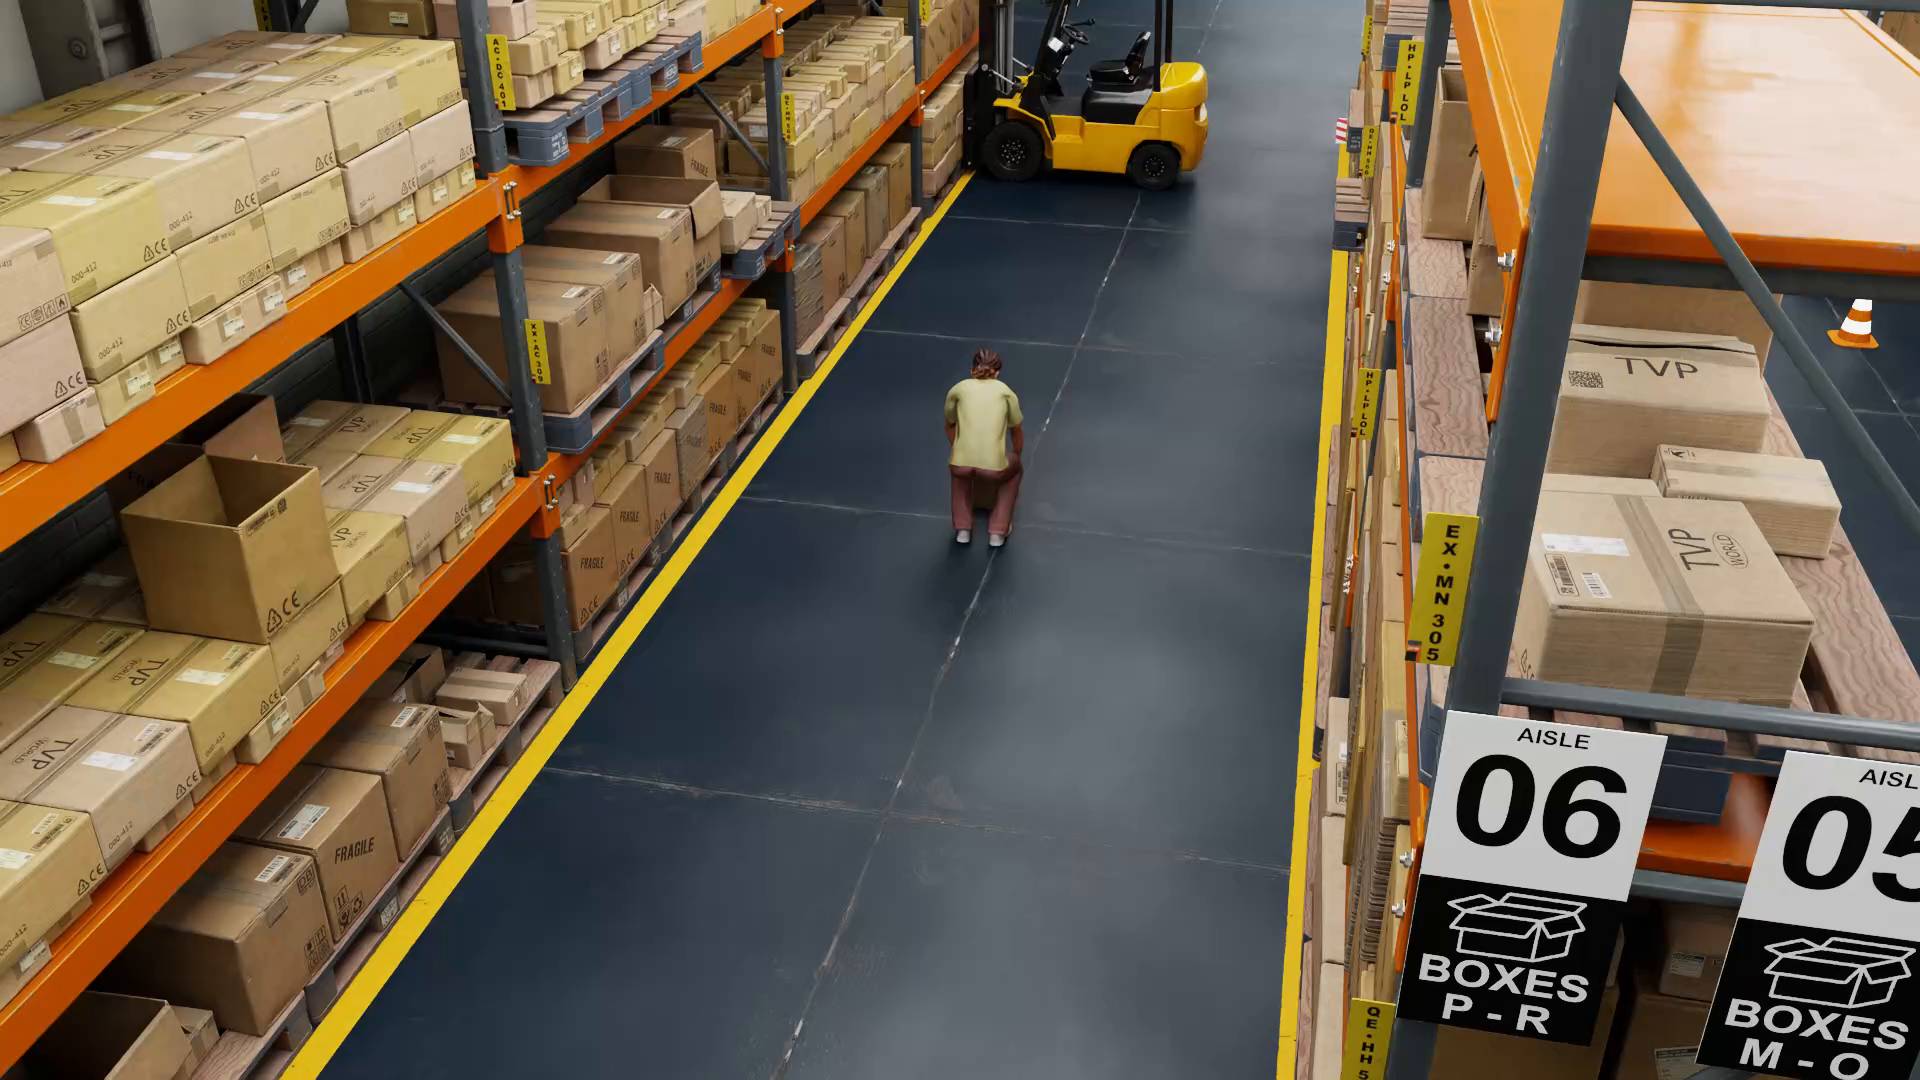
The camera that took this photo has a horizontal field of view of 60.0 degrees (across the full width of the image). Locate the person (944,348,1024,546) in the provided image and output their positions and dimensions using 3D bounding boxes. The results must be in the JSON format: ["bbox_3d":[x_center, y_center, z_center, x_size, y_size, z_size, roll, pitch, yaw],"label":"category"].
[{"bbox_3d":[0.123,-0.557,10.219,0.503,1.102,0.757,6,29,11],"label":"person"}]
